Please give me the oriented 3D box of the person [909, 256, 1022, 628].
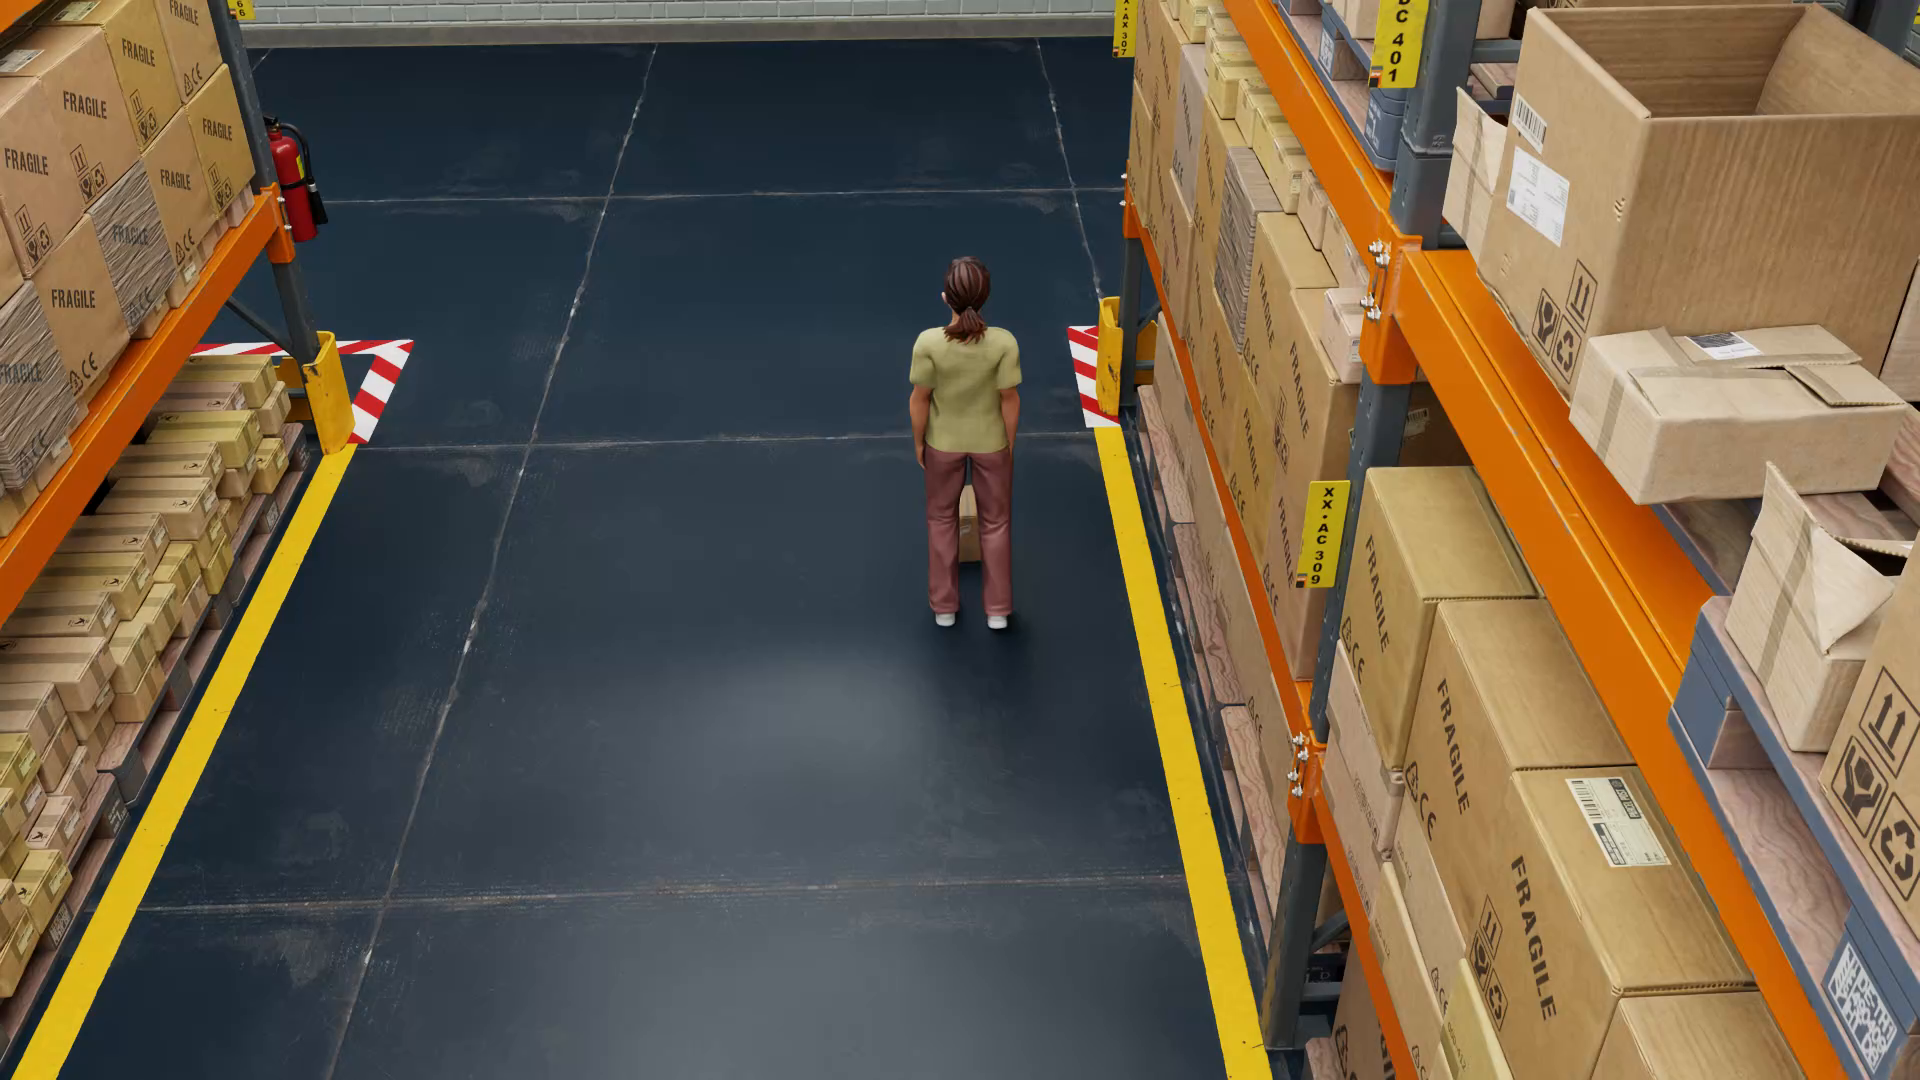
[{"bbox_3d":[0.022,-0.360,6.687,0.439,1.696,0.372,0,35,0],"label":"person"}]
